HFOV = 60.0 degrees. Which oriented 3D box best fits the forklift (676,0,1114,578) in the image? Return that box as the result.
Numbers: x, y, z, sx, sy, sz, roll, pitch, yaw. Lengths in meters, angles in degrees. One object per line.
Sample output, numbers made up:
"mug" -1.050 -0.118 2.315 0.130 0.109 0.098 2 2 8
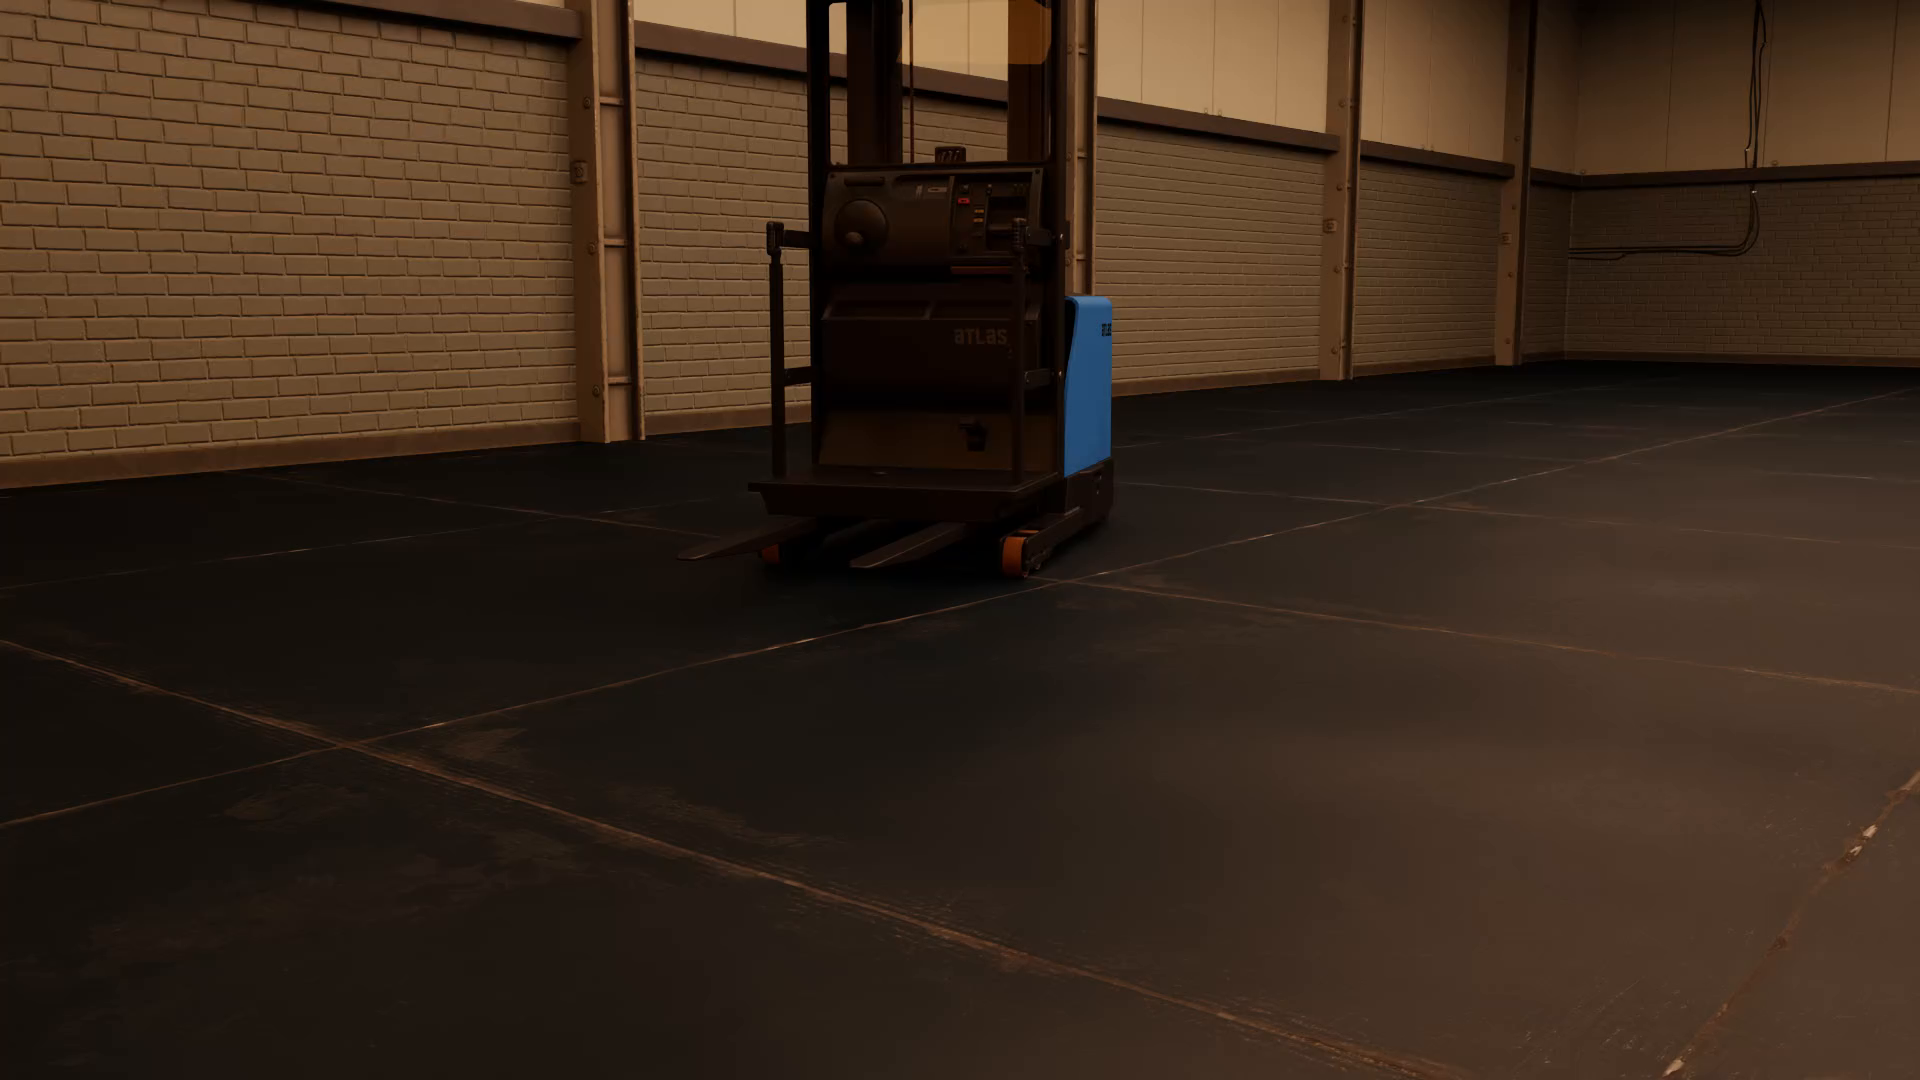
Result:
"forklift" -0.176 -1.366 6.616 1.130 2.935 3.031 3 9 17
